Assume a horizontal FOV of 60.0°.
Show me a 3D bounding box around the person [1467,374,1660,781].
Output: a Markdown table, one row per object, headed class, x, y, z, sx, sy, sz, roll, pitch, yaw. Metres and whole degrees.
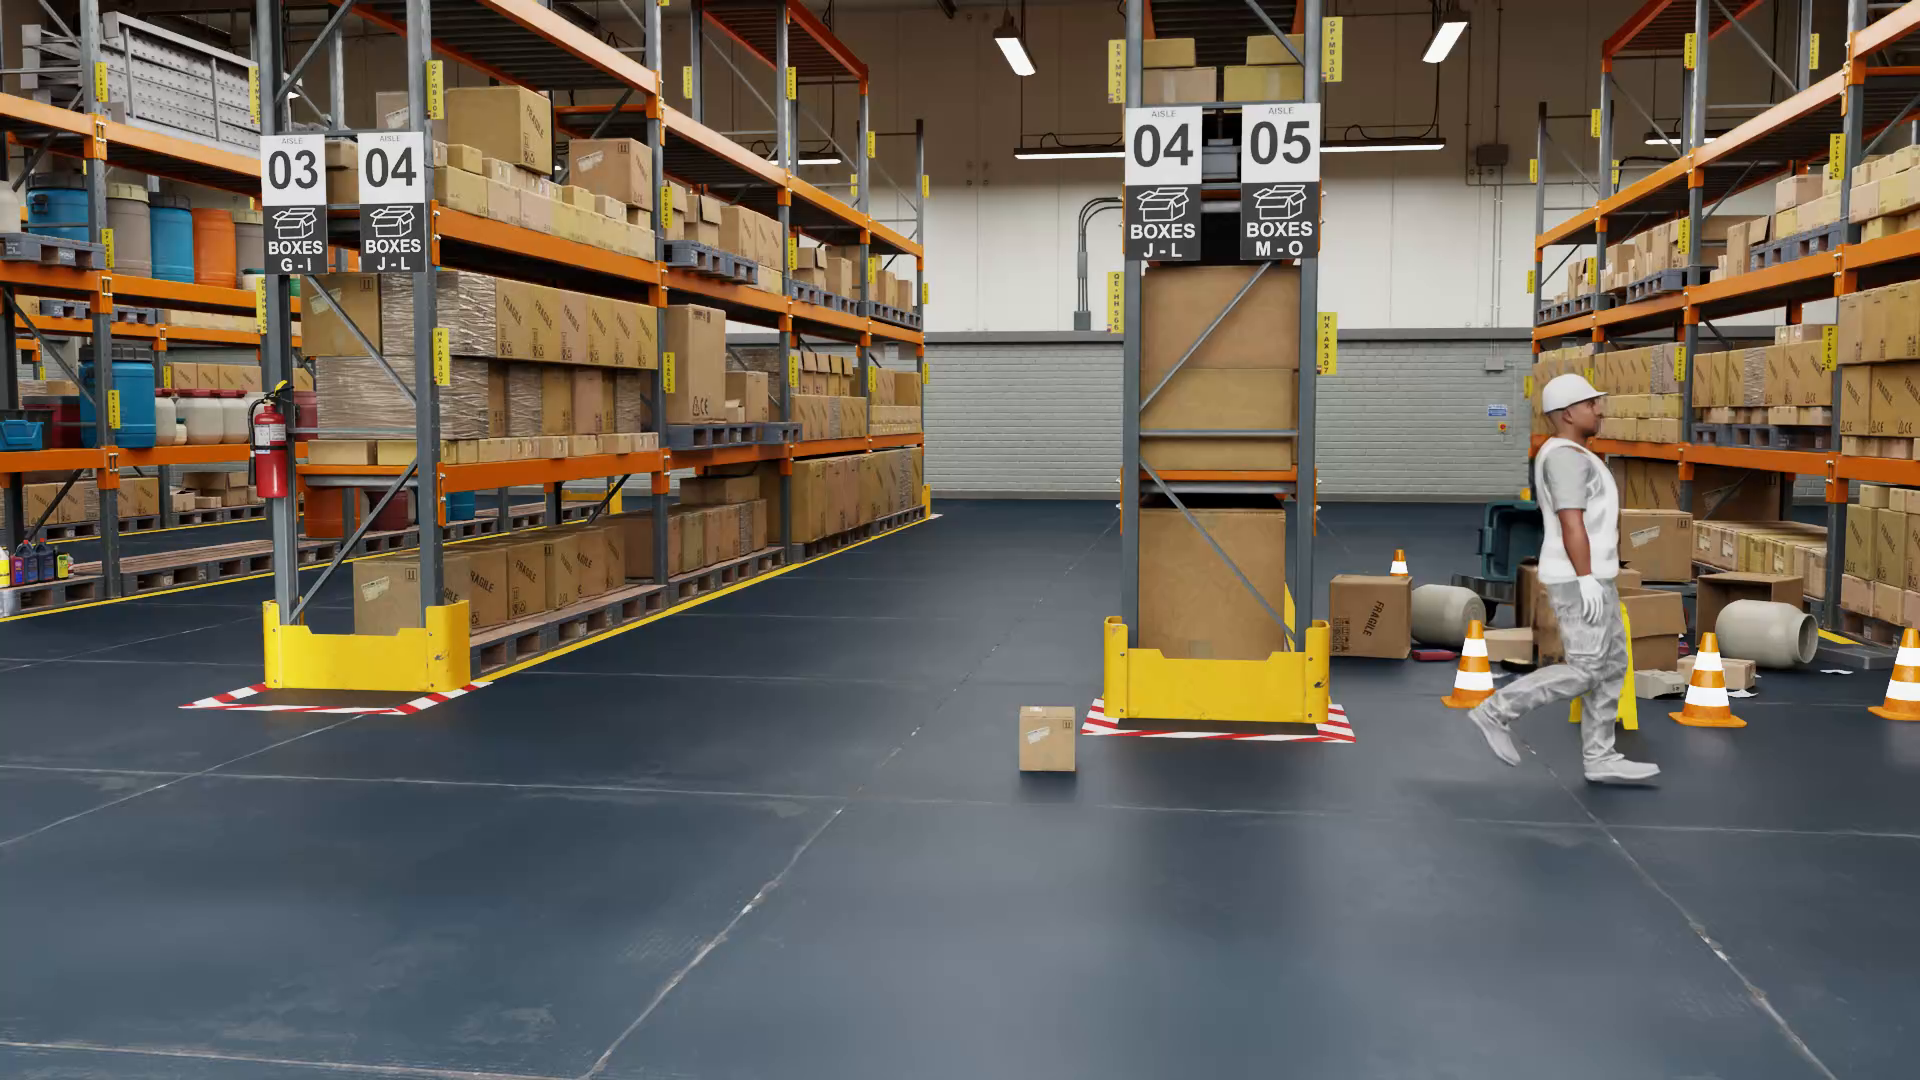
| class | x | y | z | sx | sy | sz | roll | pitch | yaw |
| --- | --- | --- | --- | --- | --- | --- | --- | --- | --- |
| person | 2.627 | 0.166 | 7.191 | 0.795 | 1.765 | 0.548 | 2 | 5 | 20 |
